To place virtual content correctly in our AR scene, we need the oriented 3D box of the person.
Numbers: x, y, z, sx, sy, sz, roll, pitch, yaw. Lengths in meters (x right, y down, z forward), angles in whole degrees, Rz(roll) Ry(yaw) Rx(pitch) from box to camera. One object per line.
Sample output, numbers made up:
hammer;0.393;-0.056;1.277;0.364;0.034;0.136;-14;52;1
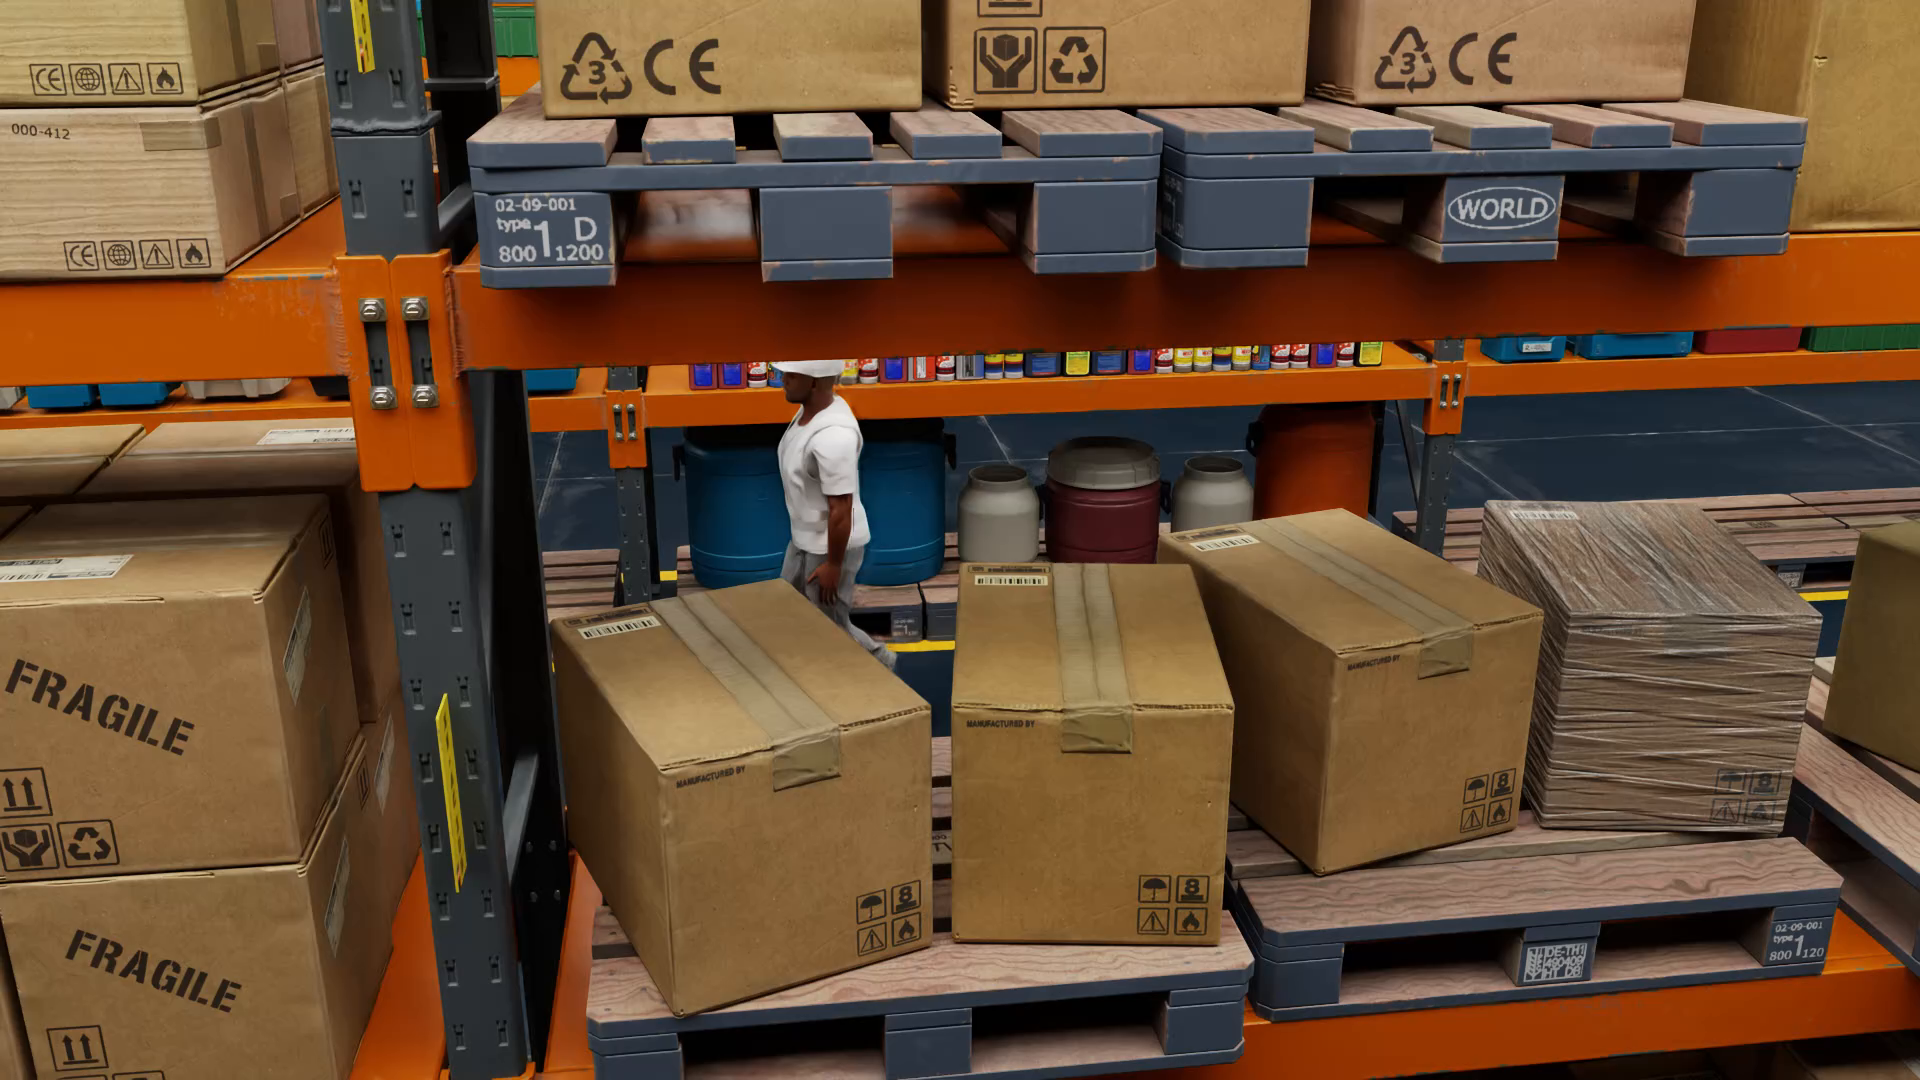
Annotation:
person;-0.515;-0.001;6.966;0.531;1.757;0.585;-5;20;-13
